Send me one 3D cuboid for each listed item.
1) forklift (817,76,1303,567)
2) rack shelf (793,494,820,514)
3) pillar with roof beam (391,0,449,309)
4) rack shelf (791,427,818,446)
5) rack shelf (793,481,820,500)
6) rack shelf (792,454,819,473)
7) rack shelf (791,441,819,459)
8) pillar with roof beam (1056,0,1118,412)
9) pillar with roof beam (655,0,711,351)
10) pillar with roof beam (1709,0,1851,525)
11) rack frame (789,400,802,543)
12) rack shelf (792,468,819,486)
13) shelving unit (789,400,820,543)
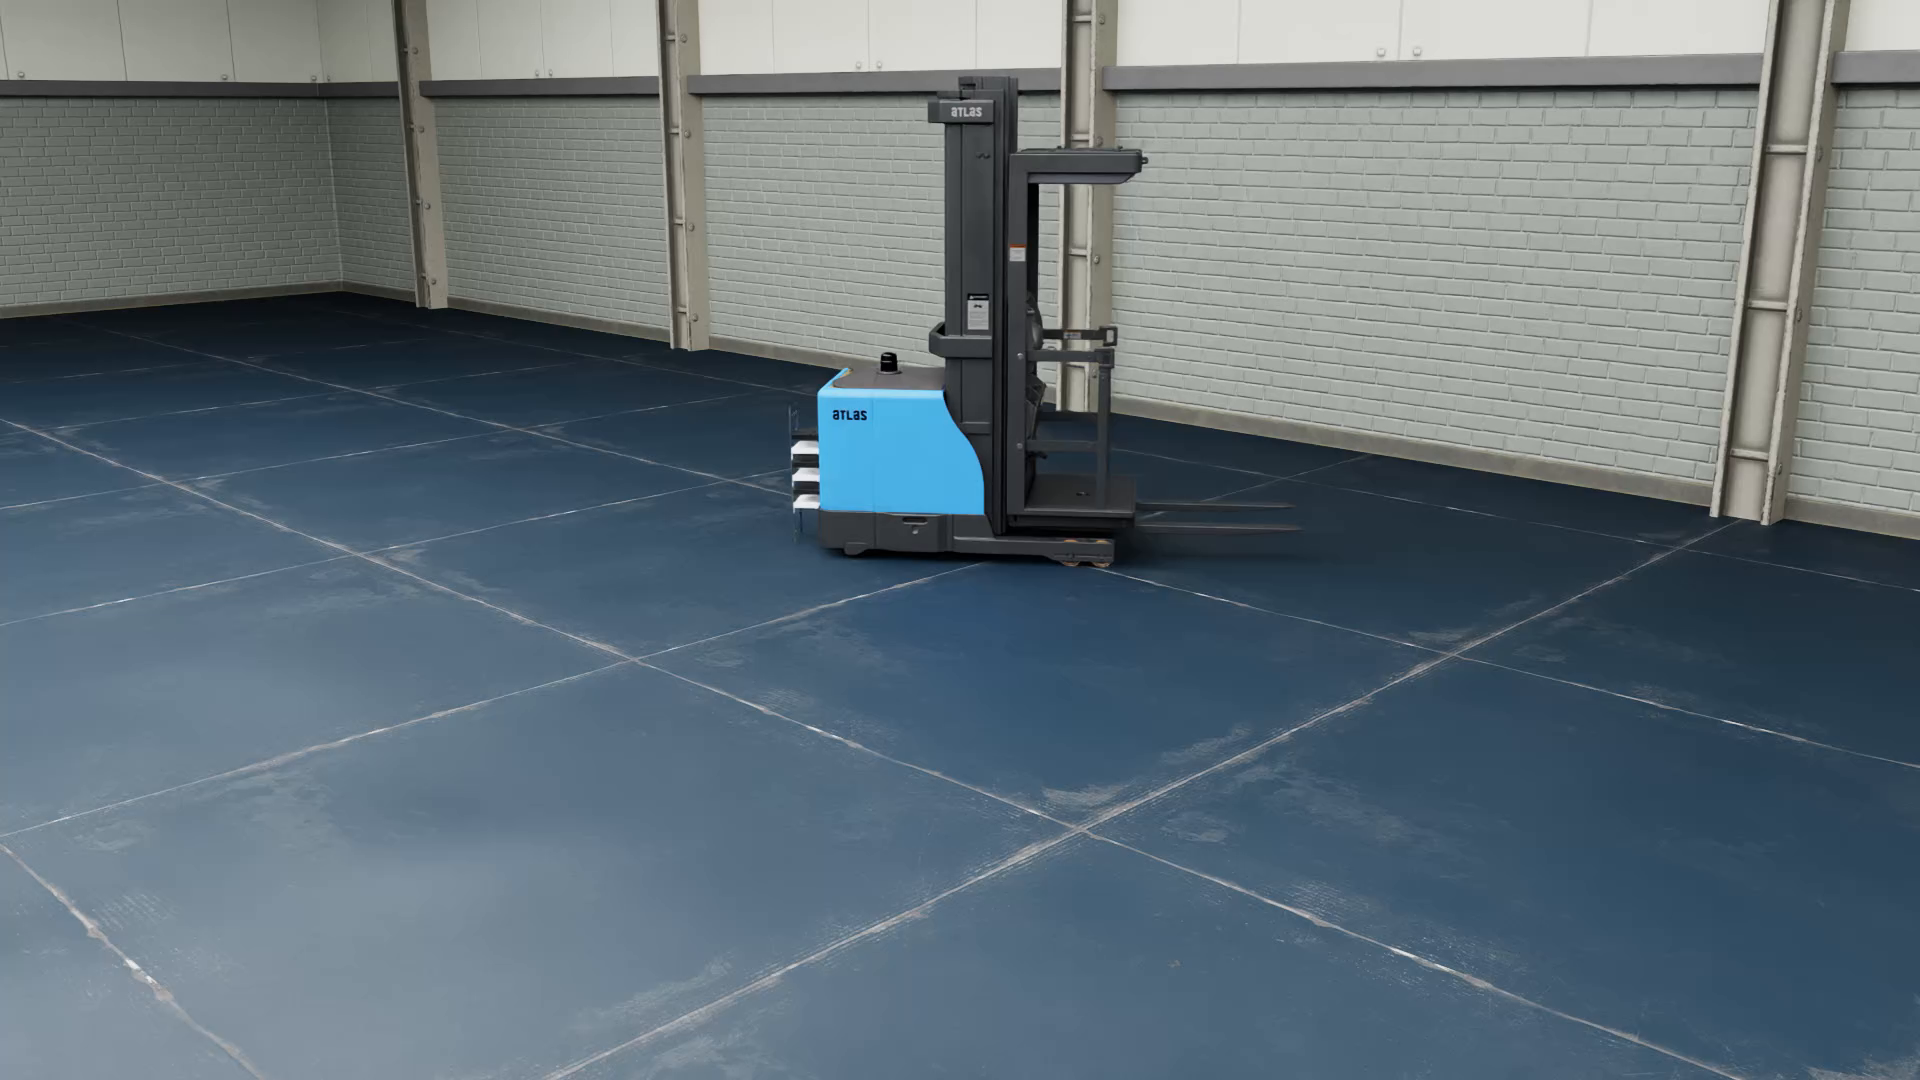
[{"bbox_3d":[0.655,-1.391,10.456,3.031,2.935,1.130,2,15,6],"label":"forklift"},{"bbox_3d":[-0.968,-0.238,10.900,0.200,0.077,0.258,1,15,6],"label":"rack shelf"},{"bbox_3d":[-10.480,-6.885,19.509,0.400,9.000,9.100,14,20,42],"label":"pillar with roof beam"},{"bbox_3d":[-0.974,-0.673,10.788,0.200,0.077,0.258,1,15,6],"label":"rack shelf"},{"bbox_3d":[-0.969,-0.325,10.878,0.200,0.077,0.258,1,15,6],"label":"rack shelf"},{"bbox_3d":[-0.972,-0.499,10.833,0.200,0.077,0.258,1,15,6],"label":"rack shelf"},{"bbox_3d":[-0.973,-0.586,10.810,0.200,0.077,0.258,1,15,6],"label":"rack shelf"},{"bbox_3d":[-1.842,-4.785,11.448,0.400,9.000,9.100,14,20,42],"label":"pillar with roof beam"},{"bbox_3d":[-6.161,-5.835,15.478,0.400,9.000,9.100,14,20,42],"label":"pillar with roof beam"},{"bbox_3d":[2.478,-3.735,7.418,0.400,9.000,9.100,14,20,42],"label":"pillar with roof beam"},{"bbox_3d":[-1.072,-0.446,10.858,0.006,0.900,0.240,1,15,6],"label":"rack frame"},{"bbox_3d":[-0.970,-0.412,10.855,0.200,0.077,0.258,1,15,6],"label":"rack shelf"},{"bbox_3d":[-0.971,-0.444,10.847,0.210,0.900,0.258,1,15,6],"label":"shelving unit"}]
